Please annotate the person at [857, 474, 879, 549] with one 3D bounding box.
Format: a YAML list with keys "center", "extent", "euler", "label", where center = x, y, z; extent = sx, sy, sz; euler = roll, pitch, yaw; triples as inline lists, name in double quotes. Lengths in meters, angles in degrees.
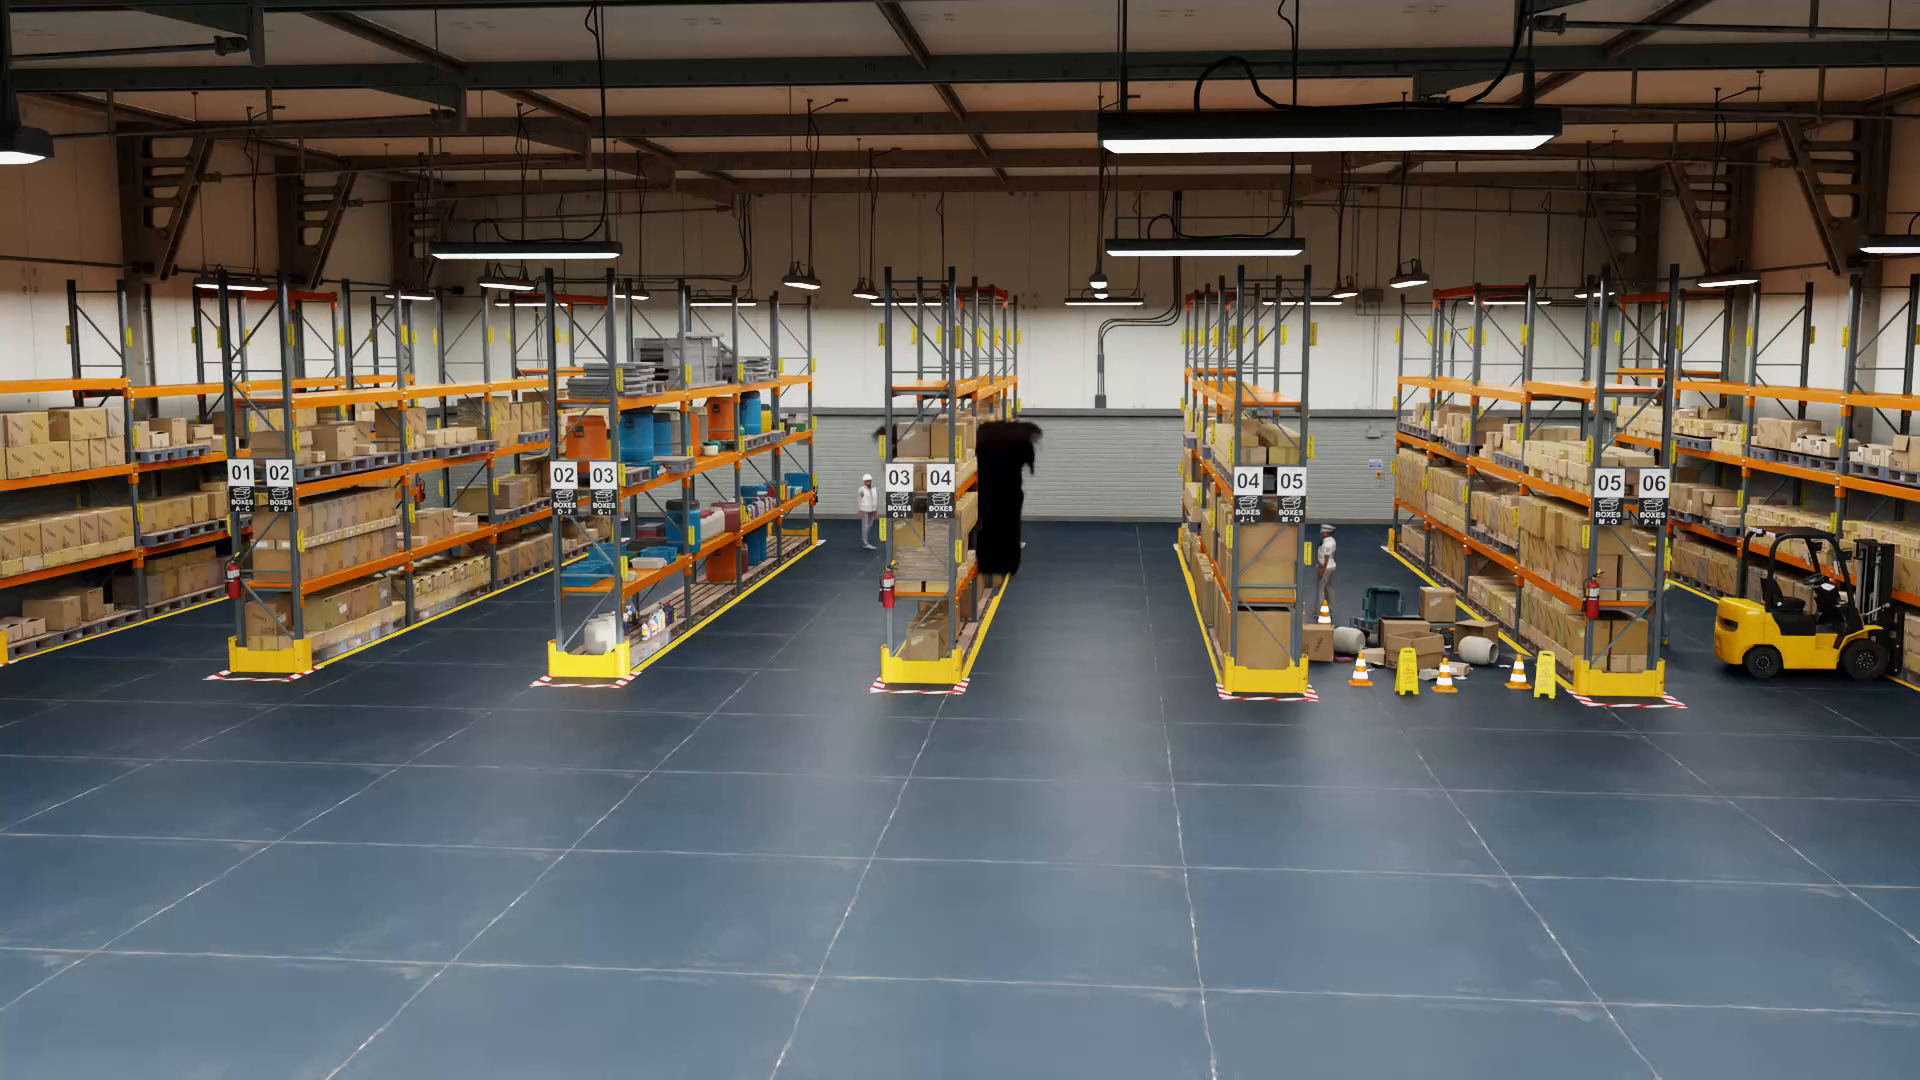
- center: [-2.150, -0.690, 39.685]
  extent: [0.561, 1.777, 0.549]
  euler: [6, 9, 43]
  label: "person"

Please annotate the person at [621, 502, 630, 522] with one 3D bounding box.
- center: [-9.501, -1.306, 45.290]
  extent: [1.007, 1.618, 0.523]
  euler: [2, 7, 19]
  label: "person"

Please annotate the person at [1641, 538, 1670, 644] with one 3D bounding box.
- center: [11.390, 0.813, 27.329]
  extent: [0.541, 1.761, 0.686]
  euler: [-5, 9, -38]
  label: "person"

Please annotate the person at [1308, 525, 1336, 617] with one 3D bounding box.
- center: [6.535, 0.556, 29.939]
  extent: [0.427, 1.674, 0.539]
  euler: [4, 8, 32]
  label: "person"
